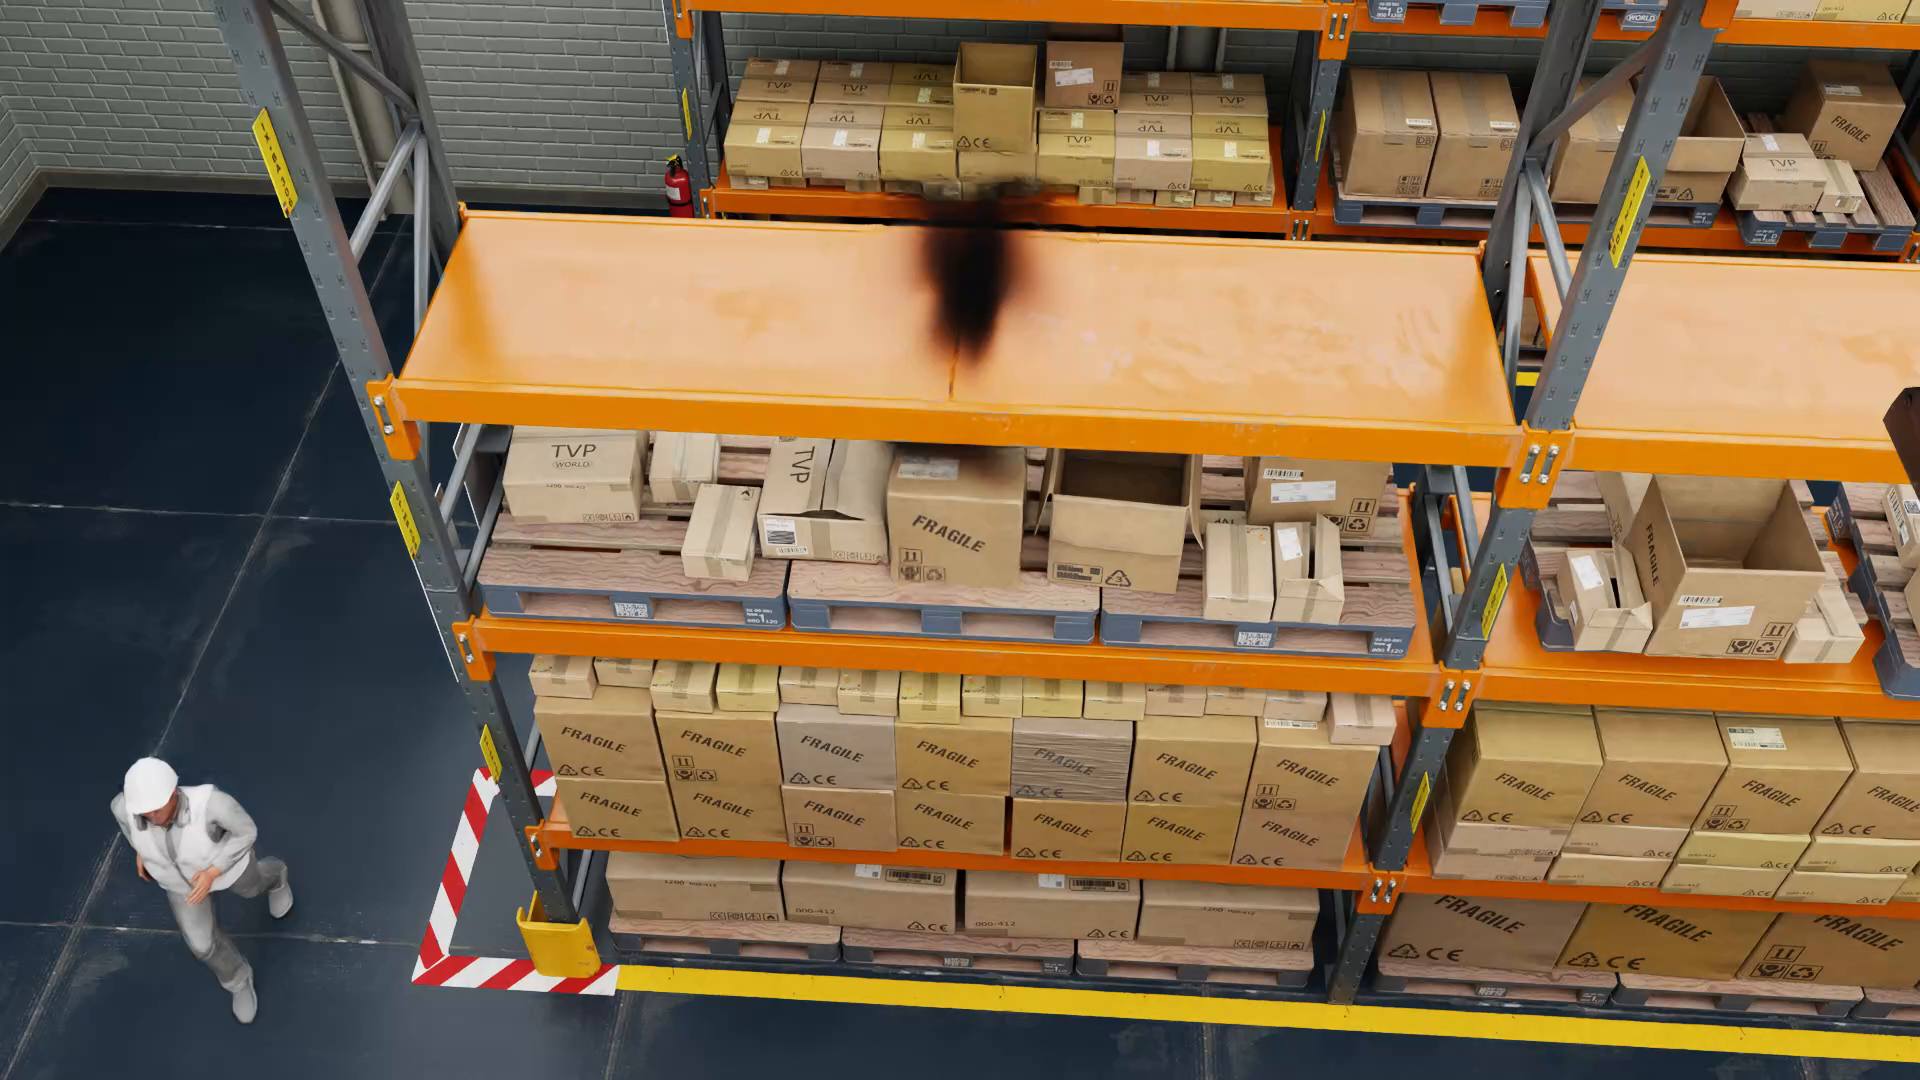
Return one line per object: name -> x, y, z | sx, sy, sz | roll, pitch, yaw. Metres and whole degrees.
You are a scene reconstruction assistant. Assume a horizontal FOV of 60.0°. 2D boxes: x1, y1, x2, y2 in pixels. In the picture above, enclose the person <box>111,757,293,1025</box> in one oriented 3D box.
person -> -3.675, 1.566, 8.122 | 0.660, 1.812, 0.843 | -7, 48, -7
